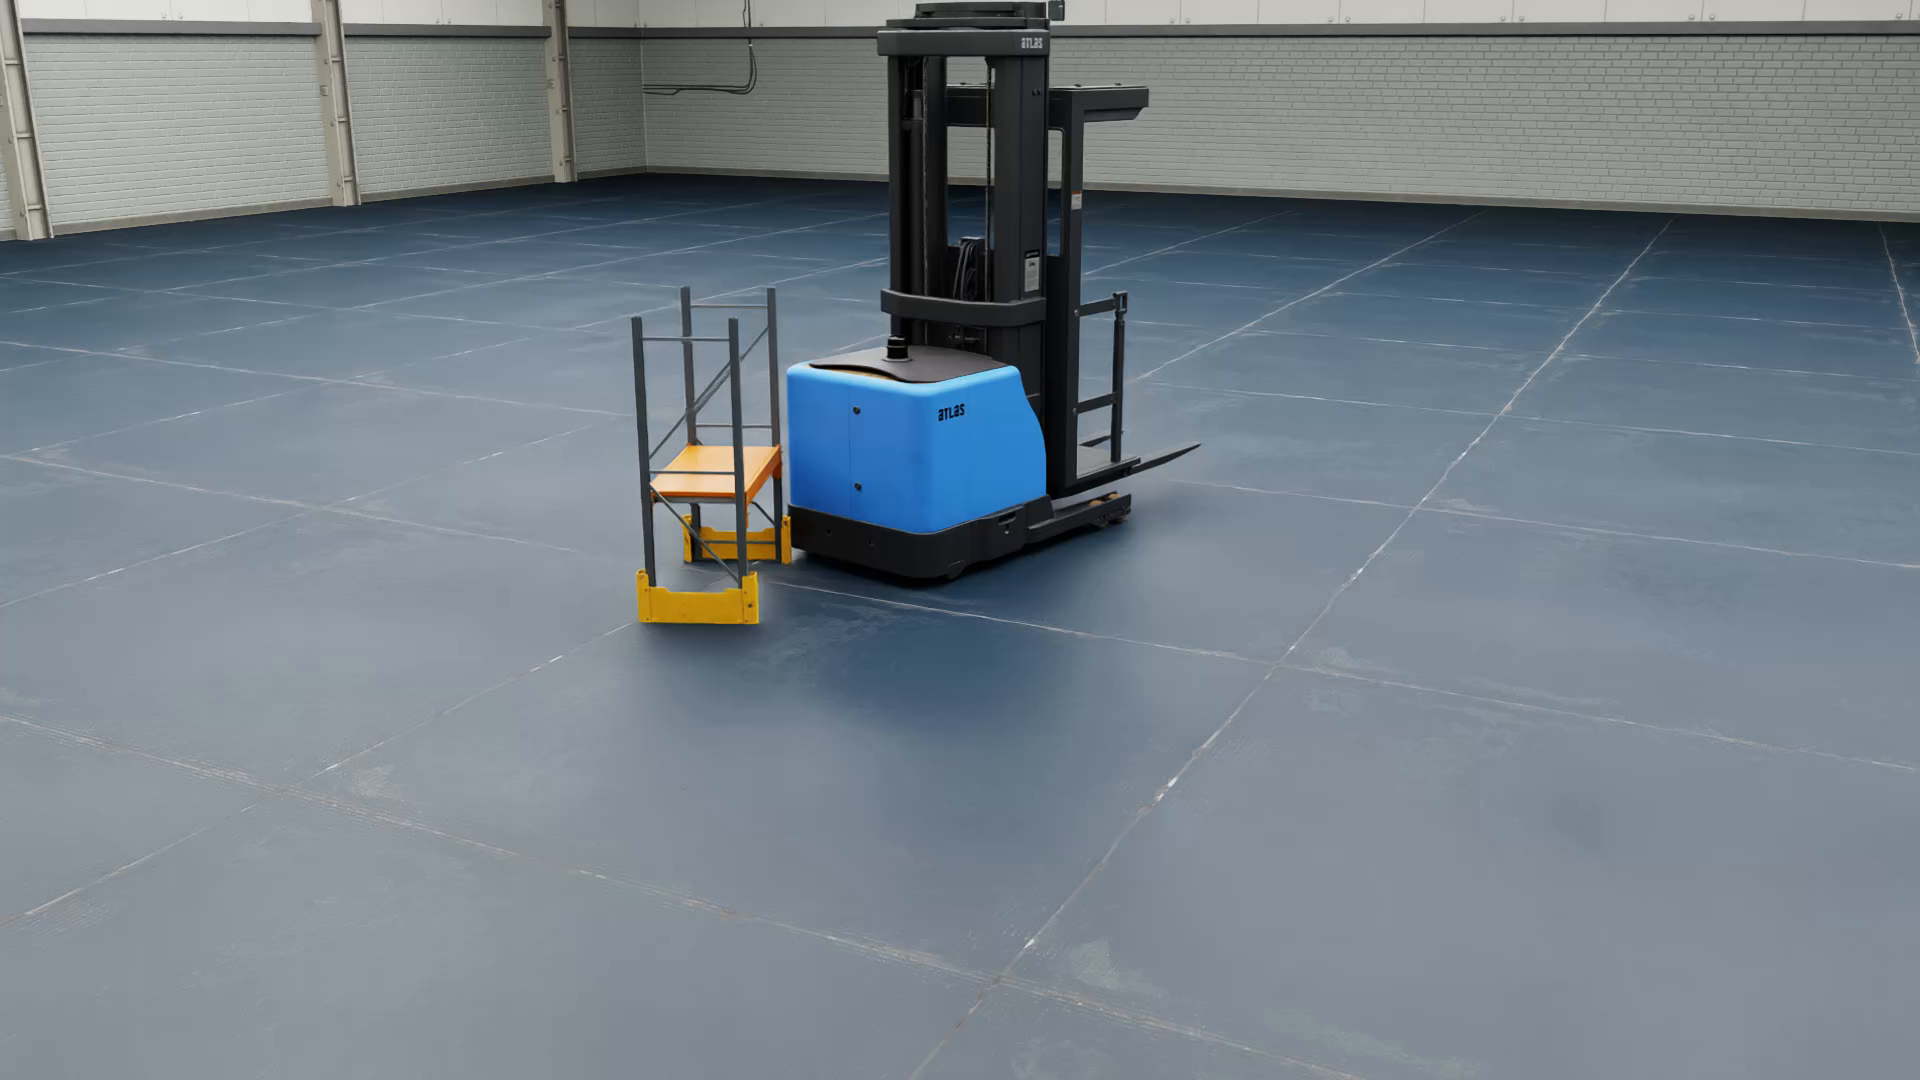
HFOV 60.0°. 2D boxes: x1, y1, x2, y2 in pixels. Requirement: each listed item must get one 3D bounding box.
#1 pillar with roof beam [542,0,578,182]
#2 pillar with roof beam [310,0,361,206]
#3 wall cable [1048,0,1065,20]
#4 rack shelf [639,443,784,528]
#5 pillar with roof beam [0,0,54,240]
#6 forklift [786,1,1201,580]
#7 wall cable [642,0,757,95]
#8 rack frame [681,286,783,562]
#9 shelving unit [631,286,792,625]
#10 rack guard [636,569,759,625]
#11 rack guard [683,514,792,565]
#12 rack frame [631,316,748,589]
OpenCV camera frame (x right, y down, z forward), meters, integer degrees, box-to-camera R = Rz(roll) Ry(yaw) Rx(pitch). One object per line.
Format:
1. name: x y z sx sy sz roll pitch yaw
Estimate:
1. pillar with roof beam: -4.384 -11.255 31.615 9.100 9.000 0.400 8 18 25
2. pillar with roof beam: -7.065 -9.727 26.469 9.100 9.000 0.400 8 18 25
3. wall cable: 2.750 -12.804 30.854 2.305 6.003 0.169 8 18 25
4. rack shelf: -1.249 -0.291 8.501 0.538 0.185 1.000 1 17 4
5. pillar with roof beam: -9.746 -8.199 21.324 9.100 9.000 0.400 8 18 25
6. forklift: 0.369 -1.552 9.602 1.130 2.935 3.031 13 21 37
7. wall cable: -5.736 -10.897 35.861 3.097 2.526 0.112 8 18 25
8. rack frame: -1.216 -0.608 8.936 0.500 1.500 0.032 1 17 4
9. shelving unit: -1.250 -0.461 8.441 0.587 1.500 1.083 1 17 4
10. rack guard: -1.283 0.280 8.142 0.587 0.250 0.087 1 17 4
11. rack guard: -1.217 -0.003 9.095 0.587 0.250 0.087 1 17 4
12. rack frame: -1.283 -0.319 7.963 0.500 1.500 0.032 1 17 4
